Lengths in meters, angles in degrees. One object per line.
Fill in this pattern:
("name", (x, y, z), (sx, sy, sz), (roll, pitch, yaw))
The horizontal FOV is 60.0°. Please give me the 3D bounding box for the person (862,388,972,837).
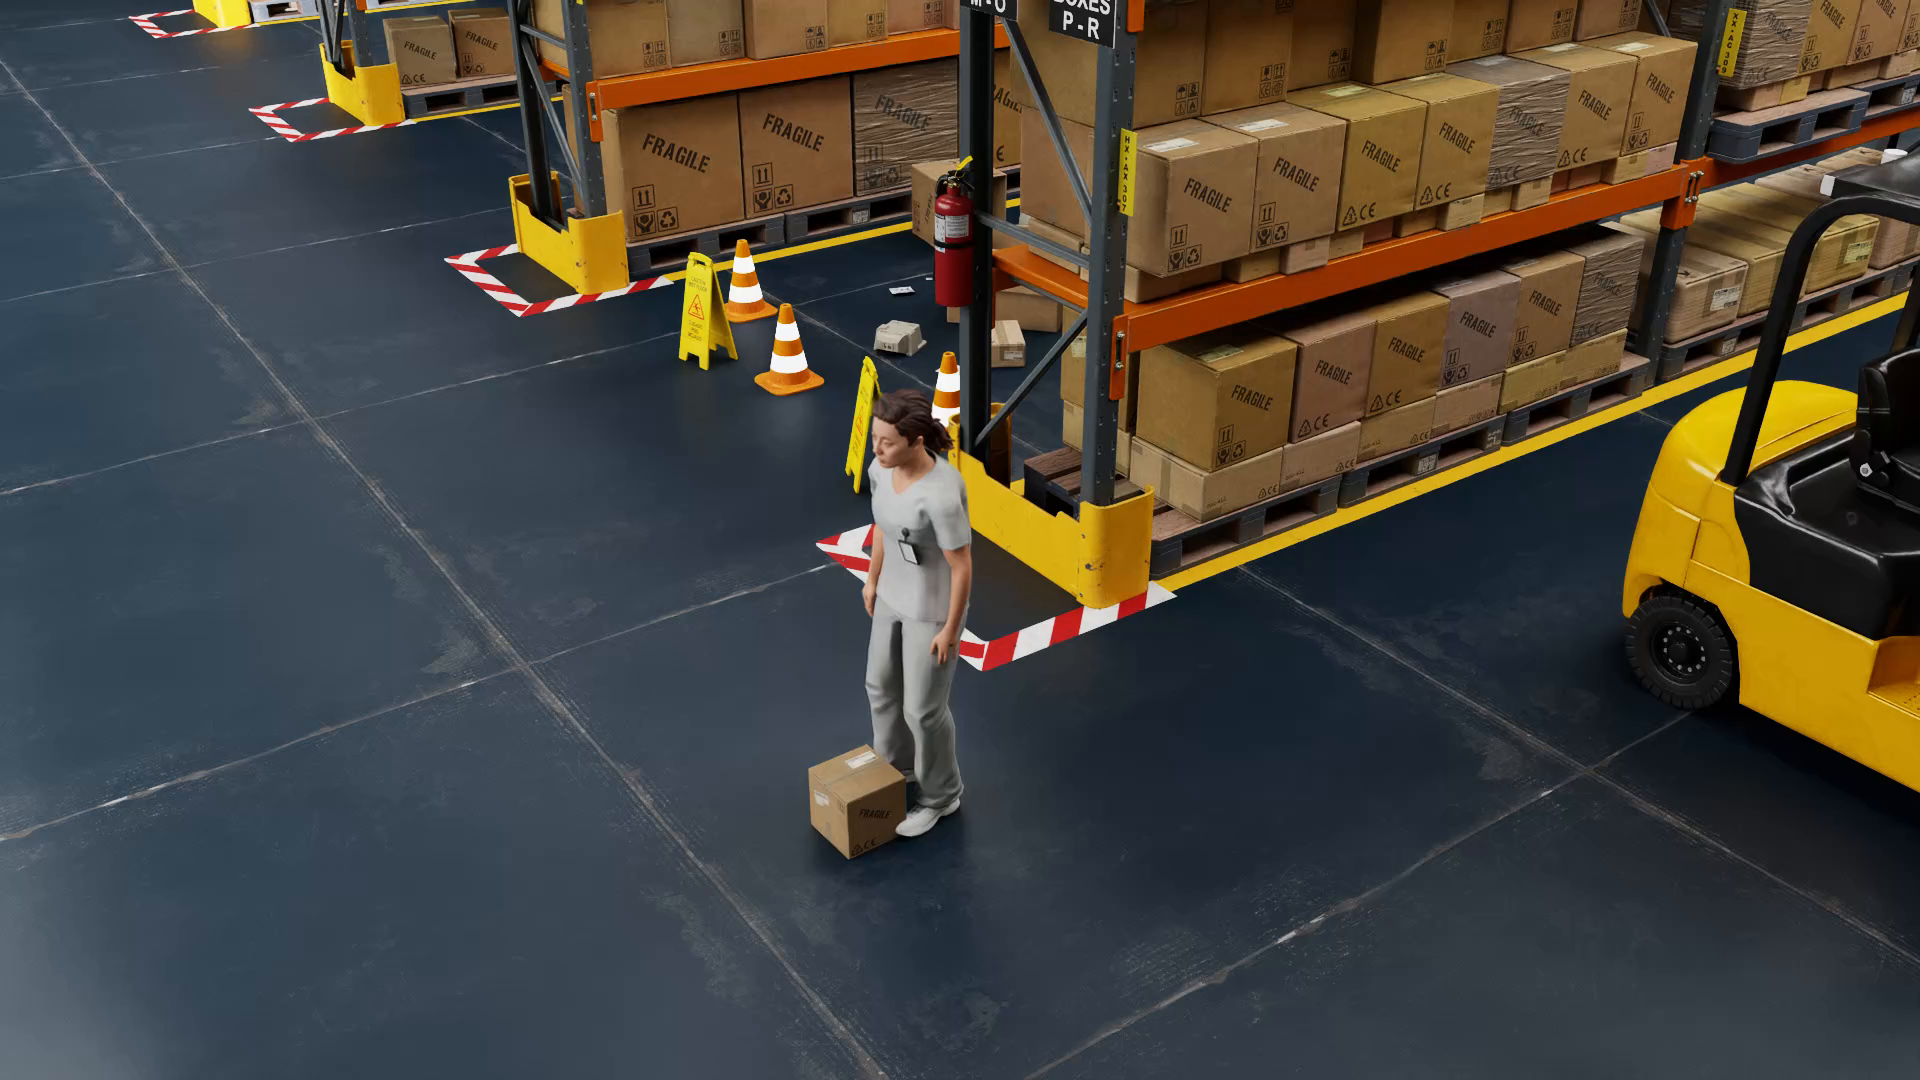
("person", (-0.165, 0.232, 5.704), (0.362, 1.671, 0.504), (-21, 35, -33))
